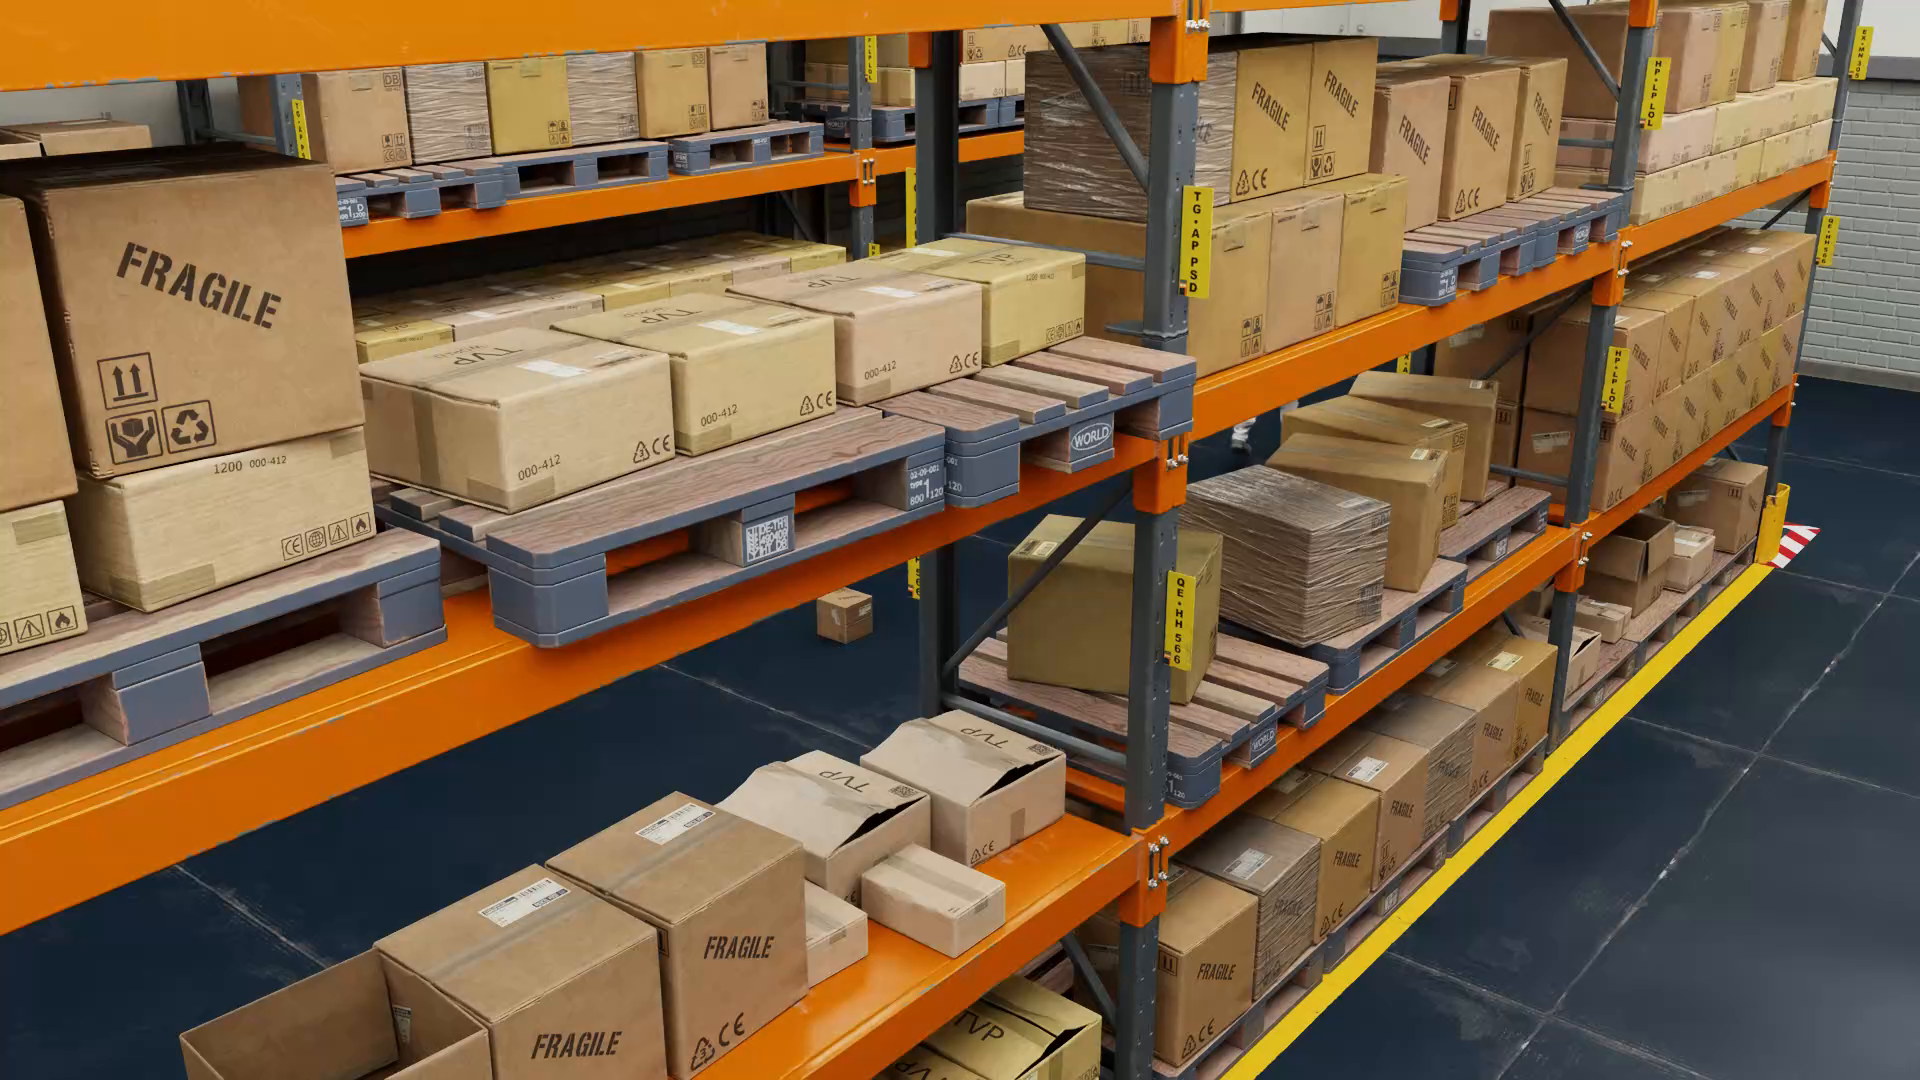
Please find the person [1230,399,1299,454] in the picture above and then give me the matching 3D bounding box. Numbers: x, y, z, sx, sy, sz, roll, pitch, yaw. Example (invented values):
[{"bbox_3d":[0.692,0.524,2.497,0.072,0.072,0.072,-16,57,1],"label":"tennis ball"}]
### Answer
[{"bbox_3d":[2.601,-1.549,13.799,0.529,1.751,1.012,13,24,32],"label":"person"}]
